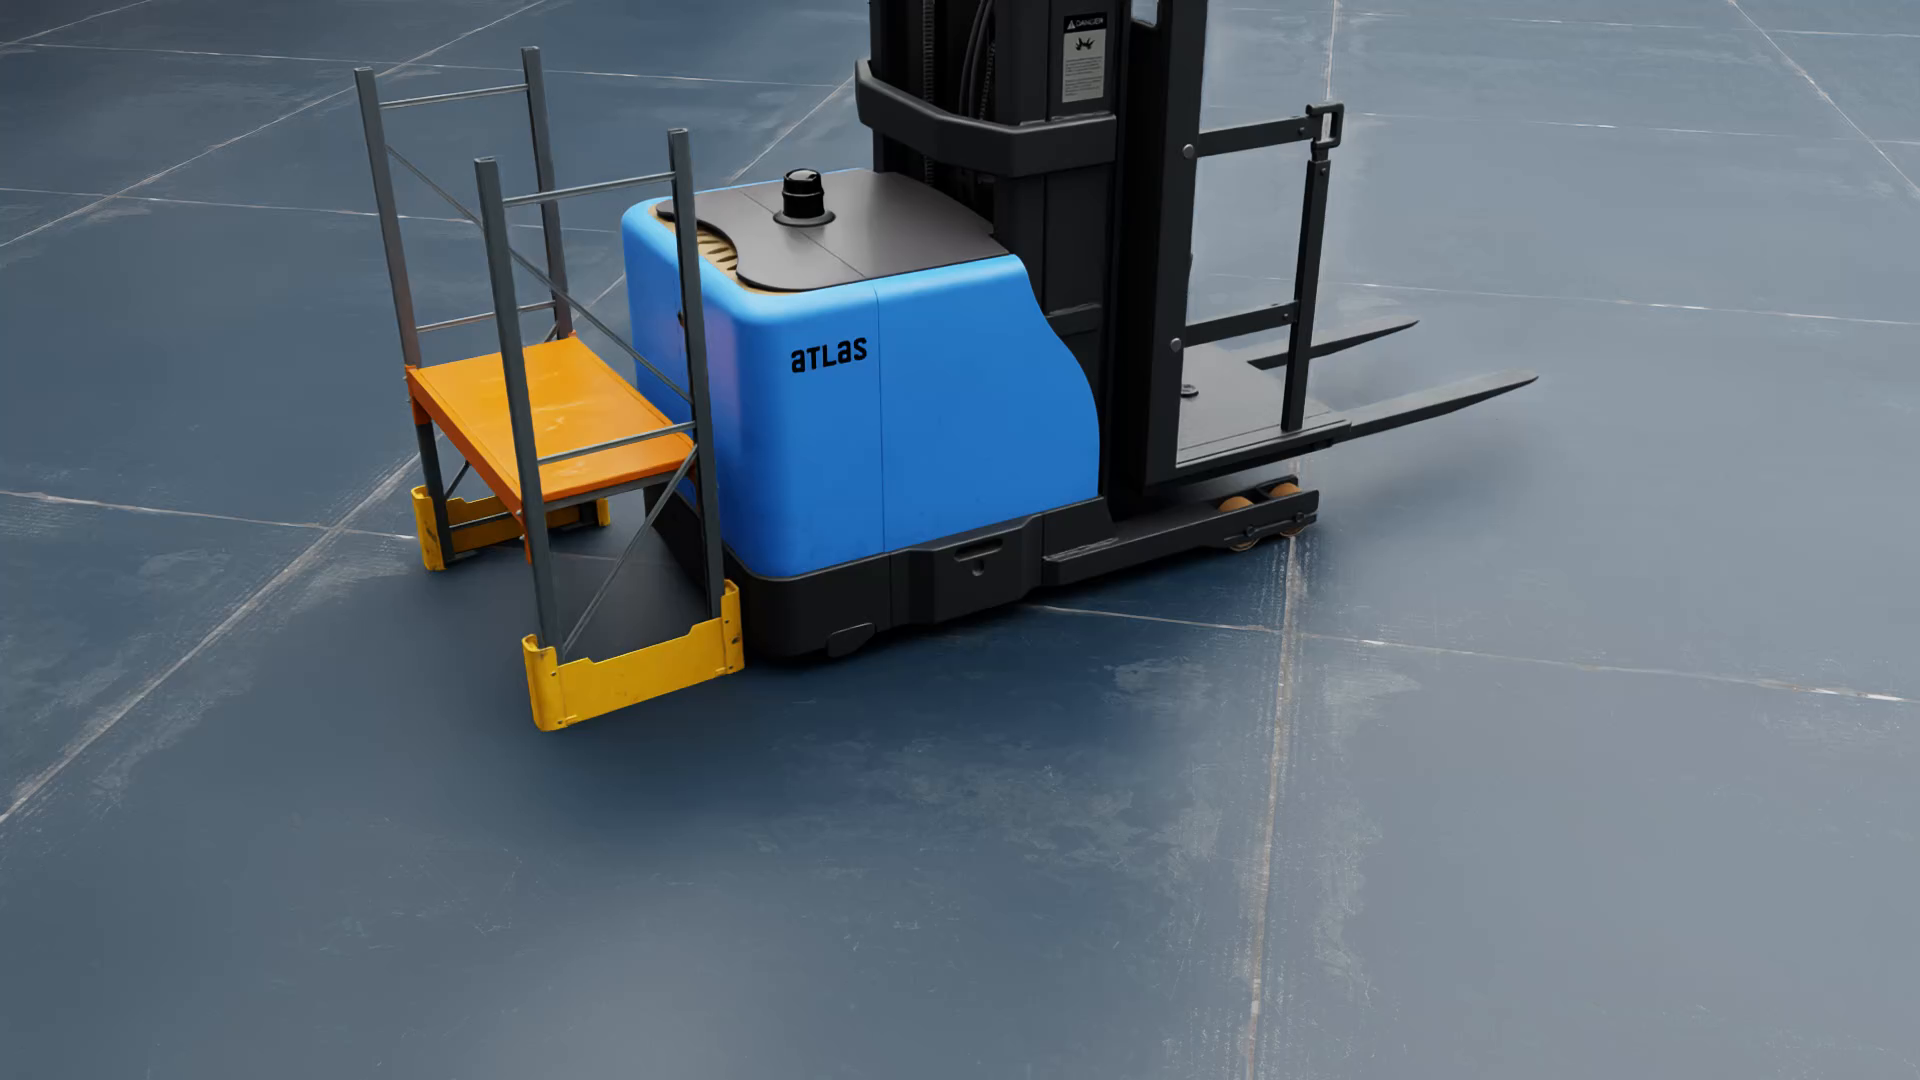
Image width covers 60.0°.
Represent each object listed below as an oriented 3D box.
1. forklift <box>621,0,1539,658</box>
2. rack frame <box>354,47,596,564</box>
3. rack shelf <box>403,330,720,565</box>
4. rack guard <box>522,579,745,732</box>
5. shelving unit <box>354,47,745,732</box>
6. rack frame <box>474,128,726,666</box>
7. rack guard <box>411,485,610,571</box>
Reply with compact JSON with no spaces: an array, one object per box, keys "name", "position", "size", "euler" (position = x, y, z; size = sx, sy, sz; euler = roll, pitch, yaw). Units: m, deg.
[{"name":"forklift","position":[0.551,-1.458,4.860],"size":[3.031,2.935,1.130],"euler":[-15,32,-25]},{"name":"rack frame","position":[-1.389,-0.651,4.877],"size":[0.500,1.500,0.032],"euler":[-17,33,-28]},{"name":"rack shelf","position":[-1.119,-0.286,4.585],"size":[0.538,0.185,1.000],"euler":[-17,33,-28]},{"name":"rack guard","position":[-0.860,0.304,4.435],"size":[0.587,0.250,0.087],"euler":[-17,33,-28]},{"name":"shelving unit","position":[-1.124,-0.447,4.505],"size":[0.587,1.500,1.083],"euler":[-17,33,-28]},{"name":"rack frame","position":[-0.849,-0.237,4.121],"size":[0.500,1.500,0.032],"euler":[-17,33,-28]},{"name":"rack guard","position":[-1.388,-0.102,5.176],"size":[0.587,0.250,0.087],"euler":[-17,33,-28]}]
